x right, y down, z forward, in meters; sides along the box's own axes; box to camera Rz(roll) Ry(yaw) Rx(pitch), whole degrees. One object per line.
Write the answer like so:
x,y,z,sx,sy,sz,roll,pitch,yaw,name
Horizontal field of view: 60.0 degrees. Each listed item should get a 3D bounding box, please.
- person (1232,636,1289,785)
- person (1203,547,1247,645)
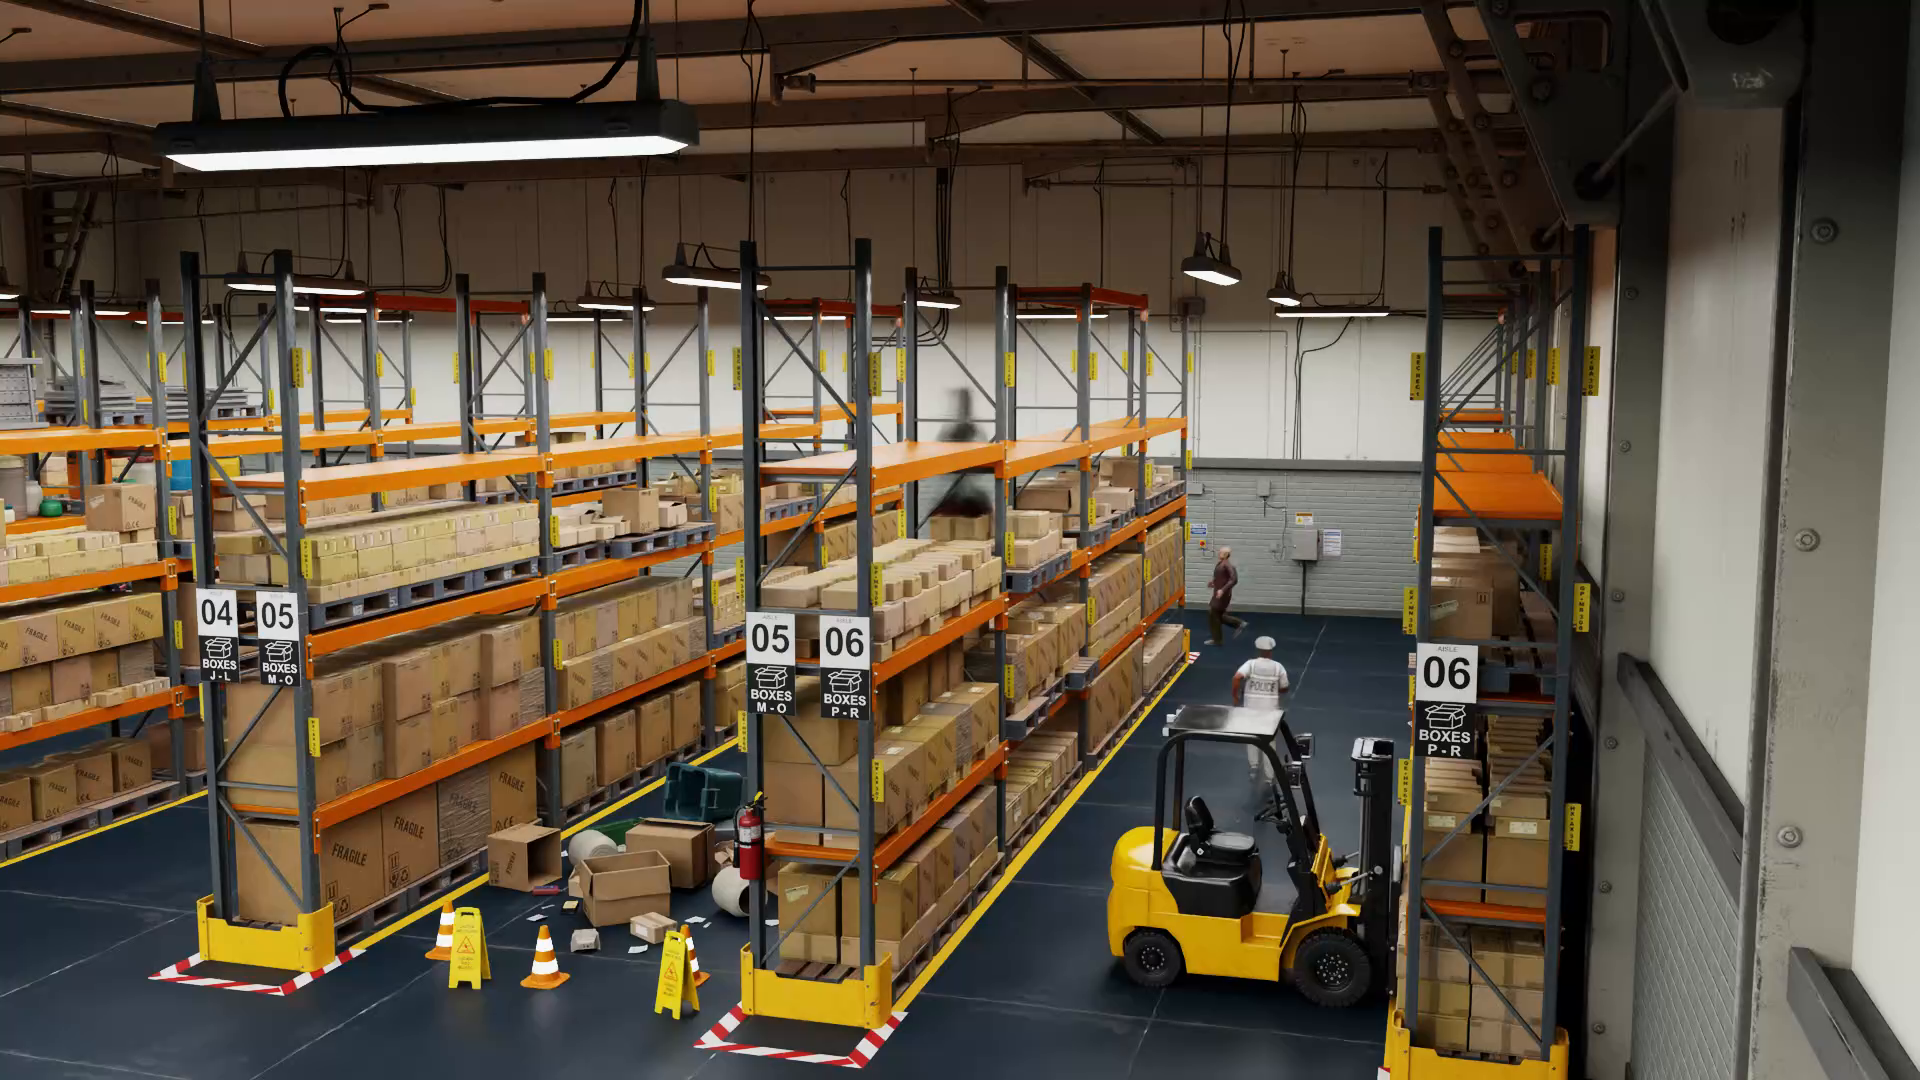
3.597,2.074,19.922,0.672,1.822,0.900,1,7,12,person
4.730,0.996,29.601,0.779,1.765,0.705,0,6,0,person
